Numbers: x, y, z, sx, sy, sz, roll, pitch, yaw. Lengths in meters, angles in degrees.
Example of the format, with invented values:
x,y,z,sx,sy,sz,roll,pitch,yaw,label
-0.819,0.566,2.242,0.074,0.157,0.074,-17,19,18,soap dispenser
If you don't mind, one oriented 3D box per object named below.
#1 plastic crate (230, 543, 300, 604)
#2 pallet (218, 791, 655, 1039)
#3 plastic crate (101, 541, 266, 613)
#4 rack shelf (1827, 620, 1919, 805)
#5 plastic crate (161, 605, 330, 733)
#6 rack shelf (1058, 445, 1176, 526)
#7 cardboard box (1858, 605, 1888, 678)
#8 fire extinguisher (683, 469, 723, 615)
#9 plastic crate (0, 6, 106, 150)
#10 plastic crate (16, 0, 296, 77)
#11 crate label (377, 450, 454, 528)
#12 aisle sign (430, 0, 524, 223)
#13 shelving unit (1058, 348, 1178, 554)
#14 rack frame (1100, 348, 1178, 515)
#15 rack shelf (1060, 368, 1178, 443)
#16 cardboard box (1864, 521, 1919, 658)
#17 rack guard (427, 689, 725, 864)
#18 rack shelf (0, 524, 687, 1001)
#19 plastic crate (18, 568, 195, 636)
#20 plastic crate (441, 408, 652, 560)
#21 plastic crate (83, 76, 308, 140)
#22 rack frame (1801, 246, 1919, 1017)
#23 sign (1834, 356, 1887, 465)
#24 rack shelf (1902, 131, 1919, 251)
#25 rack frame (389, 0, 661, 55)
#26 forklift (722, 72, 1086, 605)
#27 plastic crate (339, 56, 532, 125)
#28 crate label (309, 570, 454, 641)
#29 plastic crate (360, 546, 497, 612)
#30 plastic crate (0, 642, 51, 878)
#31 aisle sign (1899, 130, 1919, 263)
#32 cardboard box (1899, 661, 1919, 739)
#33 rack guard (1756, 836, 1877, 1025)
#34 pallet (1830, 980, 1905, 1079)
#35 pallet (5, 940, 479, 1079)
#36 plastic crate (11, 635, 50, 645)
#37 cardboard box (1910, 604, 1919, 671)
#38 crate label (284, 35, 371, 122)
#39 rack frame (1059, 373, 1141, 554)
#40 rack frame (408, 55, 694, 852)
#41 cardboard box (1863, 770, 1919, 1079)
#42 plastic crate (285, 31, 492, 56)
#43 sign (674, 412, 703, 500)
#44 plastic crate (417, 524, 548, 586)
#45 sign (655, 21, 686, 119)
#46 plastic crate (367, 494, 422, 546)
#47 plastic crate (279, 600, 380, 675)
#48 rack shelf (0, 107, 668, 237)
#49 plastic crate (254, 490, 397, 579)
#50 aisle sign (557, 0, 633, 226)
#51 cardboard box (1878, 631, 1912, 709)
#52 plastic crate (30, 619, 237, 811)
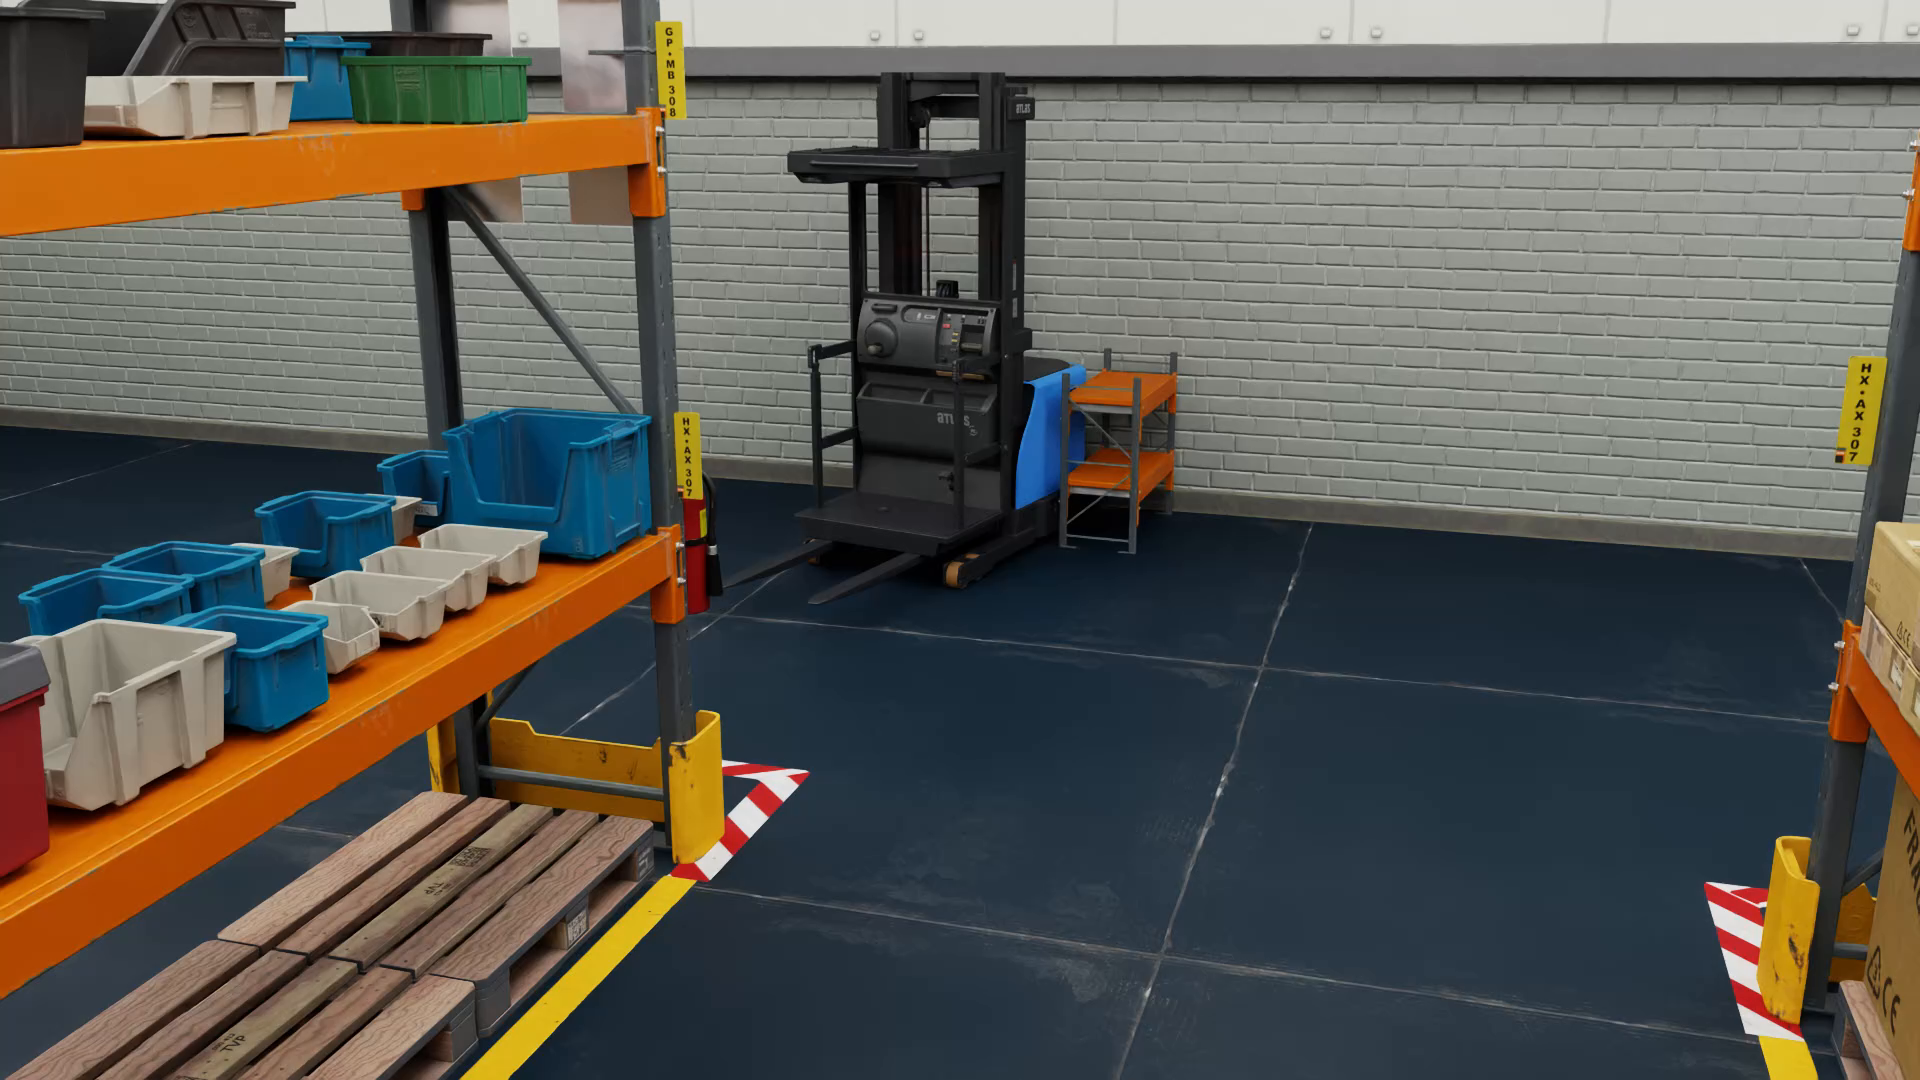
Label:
x,y,z,sx,sy,sz,roll,pitch,yaw,label
-2.282,0.122,5.276,0.250,0.136,0.298,5,16,16,plastic crate
-1.804,1.284,5.915,1.003,0.211,1.213,5,16,16,pallet
-2.292,0.165,4.947,0.416,0.233,0.300,5,16,16,plastic crate
2.648,0.983,3.184,1.077,0.370,4.000,5,16,16,rack shelf
-1.870,0.339,4.335,0.416,0.233,0.300,5,16,16,plastic crate
1.047,-0.372,10.977,0.538,0.278,1.000,6,17,19,rack shelf
2.799,0.302,4.728,0.380,0.149,0.250,5,17,17,cardboard box
-1.054,-0.058,6.361,0.296,0.674,0.183,5,16,16,fire extinguisher
-2.053,-0.908,3.275,0.497,0.269,0.590,5,16,16,plastic crate
-2.230,-1.305,4.550,0.504,0.338,0.767,5,16,16,plastic crate
-1.918,-0.179,6.162,0.416,0.233,0.303,5,16,16,crate label
-1.797,-1.563,6.078,0.394,0.787,0.004,5,16,16,aisle sign
1.047,-0.608,10.910,0.538,1.125,1.048,6,17,19,shelving unit
1.219,-0.738,11.371,0.500,1.125,0.032,6,17,19,rack frame
1.047,-0.889,10.830,0.538,0.278,1.000,6,17,19,rack shelf
2.821,0.148,4.542,0.500,0.250,0.500,4,16,14,cardboard box
-1.538,0.925,6.652,1.175,0.500,0.348,5,16,16,rack guard
-2.101,0.599,4.538,1.077,0.370,4.000,5,16,16,rack shelf
-2.378,0.244,4.671,0.416,0.233,0.300,5,16,16,plastic crate
-1.449,-0.214,5.912,0.616,0.435,0.499,5,16,16,plastic crate
-1.882,-1.027,3.938,0.437,0.136,0.530,5,16,16,plastic crate
3.216,0.114,4.931,1.000,3.000,0.127,5,16,16,rack frame
2.686,-0.385,4.959,0.100,0.325,0.005,5,16,16,sign
2.648,-0.460,2.775,1.077,0.370,4.000,5,16,16,rack shelf
-1.532,-3.156,5.466,1.000,3.000,0.127,5,16,16,rack frame
-0.309,-1.260,9.901,1.130,2.935,3.031,9,18,28,forklift
-1.539,-1.331,4.917,0.450,0.188,0.336,5,16,16,plastic crate
-1.743,0.205,4.984,0.396,0.136,0.243,5,16,16,crate label
-1.687,0.130,5.248,0.396,0.136,0.243,5,16,16,plastic crate
-2.175,0.503,3.333,0.402,0.464,0.583,5,16,16,plastic crate
2.949,-1.179,4.724,0.394,0.787,0.004,5,16,16,aisle sign
2.655,0.436,4.255,0.380,0.149,0.250,4,16,15,cardboard box
3.223,1.310,5.294,1.175,0.500,0.348,5,16,16,rack guard
3.064,1.671,4.552,1.003,0.211,1.213,5,16,16,pallet
-2.153,1.602,4.794,1.003,0.211,1.213,5,16,16,pallet
-2.463,0.395,4.312,0.293,0.136,0.466,5,16,16,plastic crate
2.680,0.284,4.060,0.500,0.250,0.500,4,16,15,cardboard box
-2.105,-1.425,5.133,0.408,0.251,0.502,5,16,16,crate label
0.876,-0.477,10.450,0.500,1.125,0.032,6,17,19,rack frame
-1.532,-0.270,6.285,1.000,3.000,0.127,5,16,16,rack frame
3.111,1.108,4.551,0.875,0.875,0.875,5,16,16,cardboard box
-1.909,-1.571,5.615,0.497,0.269,0.590,5,16,16,plastic crate
-1.000,-0.310,6.127,0.100,0.325,0.005,5,16,16,sign
-1.591,0.055,5.511,0.396,0.136,0.243,5,16,16,plastic crate
-1.000,-1.624,5.754,0.100,0.325,0.005,5,16,16,sign
-2.089,-0.056,5.902,0.250,0.136,0.298,5,16,16,plastic crate
-1.809,0.284,4.706,0.298,0.136,0.250,5,16,16,plastic crate
-2.101,-0.844,4.129,1.077,0.370,4.000,5,16,16,rack shelf
-2.105,-0.007,5.555,0.416,0.233,0.300,5,16,16,plastic crate
-1.231,-1.517,5.917,0.394,0.787,0.004,5,16,16,aisle sign
2.727,0.369,4.491,0.380,0.149,0.250,4,16,15,cardboard box
-2.059,0.419,3.961,0.437,0.282,0.530,5,16,16,plastic crate
